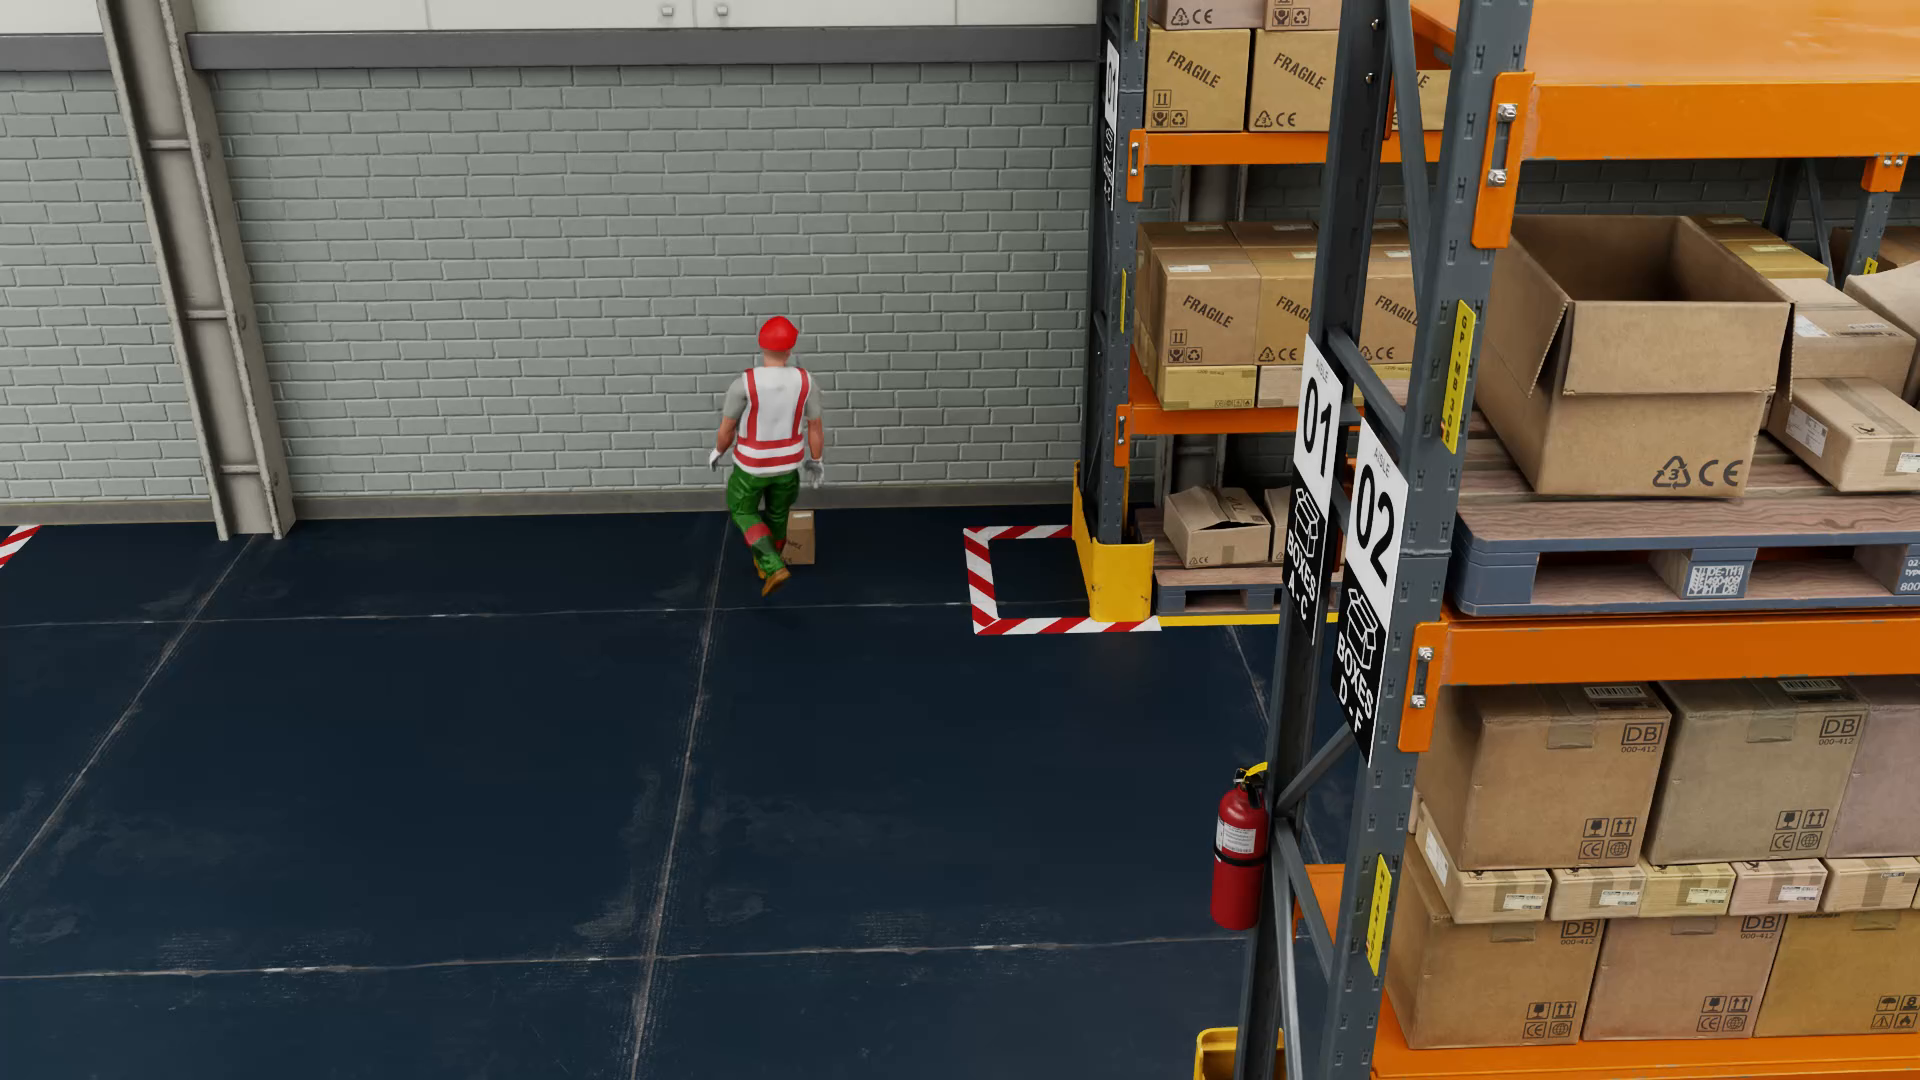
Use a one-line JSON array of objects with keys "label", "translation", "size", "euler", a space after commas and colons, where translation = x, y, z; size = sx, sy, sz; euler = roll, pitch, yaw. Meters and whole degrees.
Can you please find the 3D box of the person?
[{"label": "person", "translation": [-1.120, -0.484, 9.552], "size": [0.631, 1.755, 0.825], "euler": [-9, 29, -17]}]
